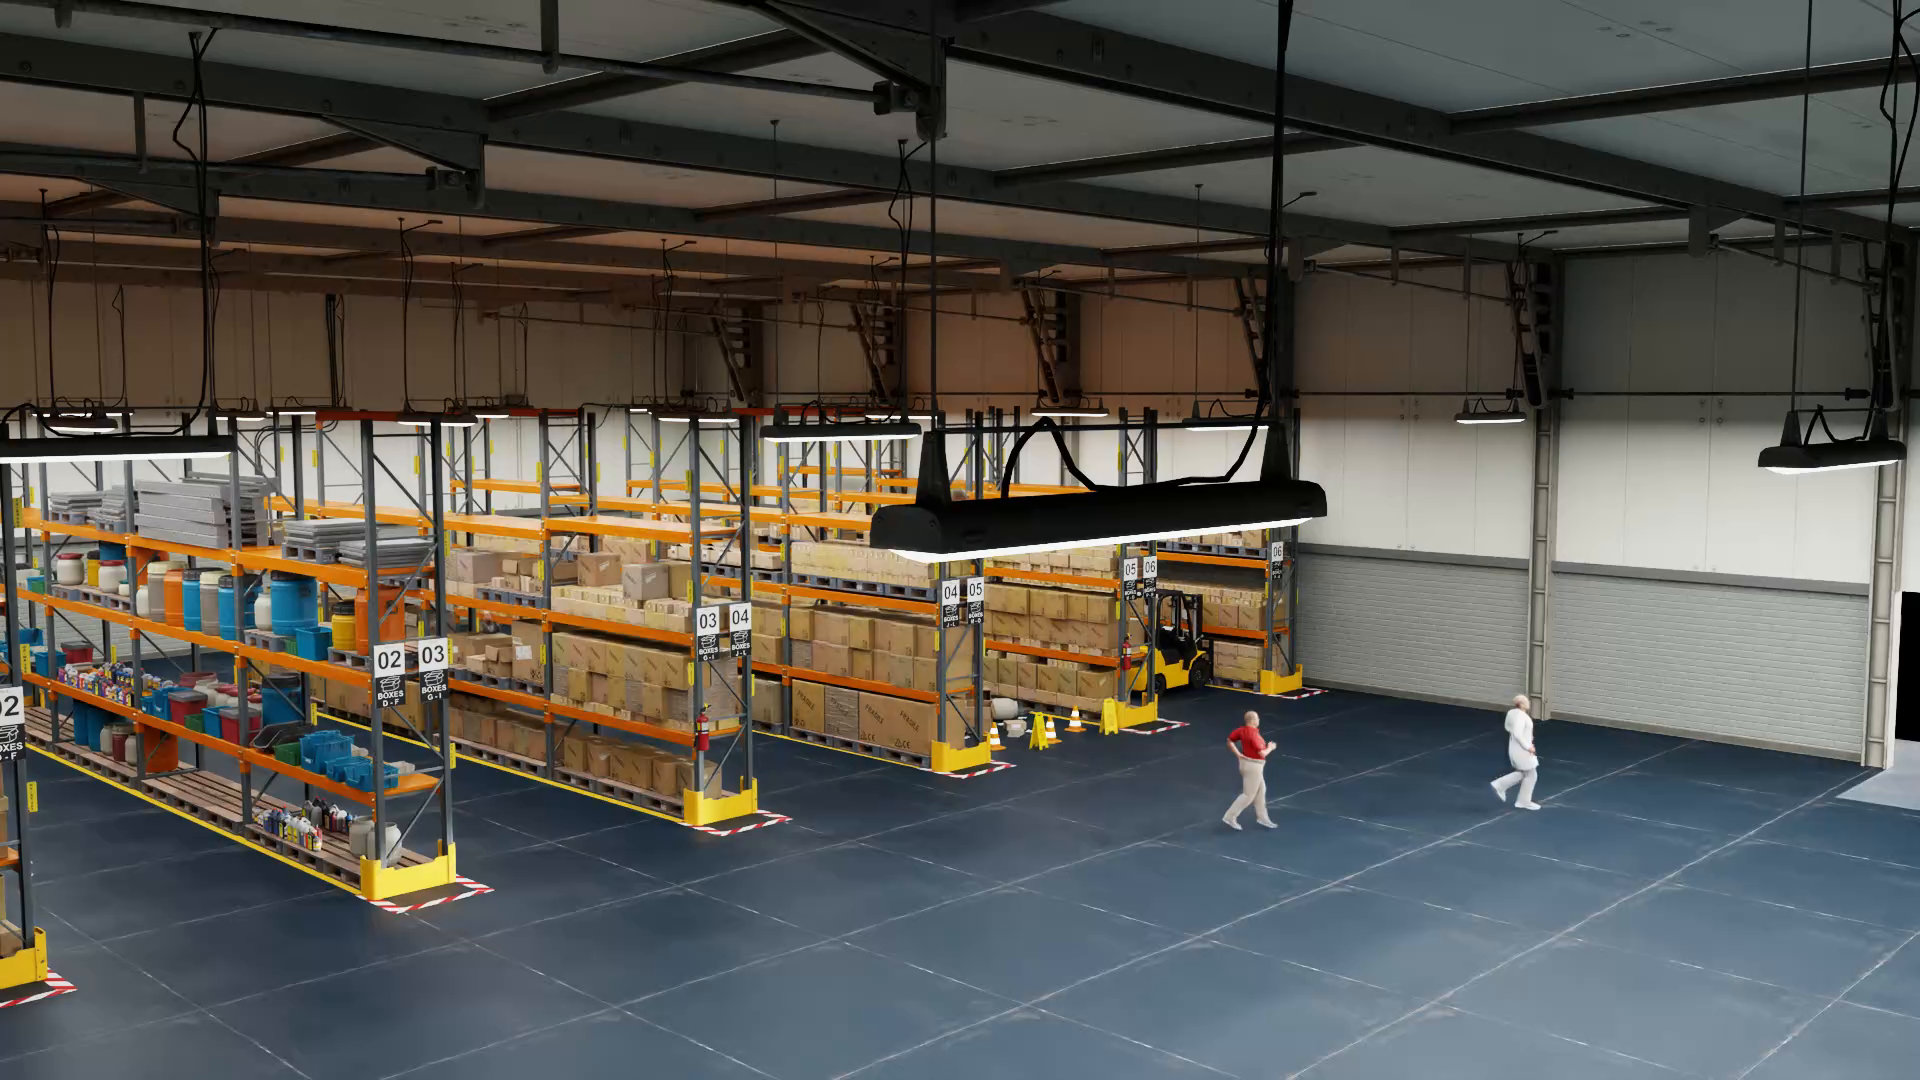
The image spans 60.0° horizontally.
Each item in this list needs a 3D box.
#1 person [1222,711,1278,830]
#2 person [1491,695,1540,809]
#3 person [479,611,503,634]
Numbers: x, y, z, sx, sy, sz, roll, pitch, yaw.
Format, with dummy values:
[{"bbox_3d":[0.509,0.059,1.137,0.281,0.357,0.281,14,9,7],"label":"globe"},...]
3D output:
[{"bbox_3d":[4.192,3.335,23.973,0.913,1.761,0.649,-1,5,-11],"label":"person"},{"bbox_3d":[8.476,3.226,25.320,0.760,1.763,0.706,0,5,-1],"label":"person"},{"bbox_3d":[-10.060,2.354,35.529,0.660,1.699,0.601,-4,7,-39],"label":"person"}]
